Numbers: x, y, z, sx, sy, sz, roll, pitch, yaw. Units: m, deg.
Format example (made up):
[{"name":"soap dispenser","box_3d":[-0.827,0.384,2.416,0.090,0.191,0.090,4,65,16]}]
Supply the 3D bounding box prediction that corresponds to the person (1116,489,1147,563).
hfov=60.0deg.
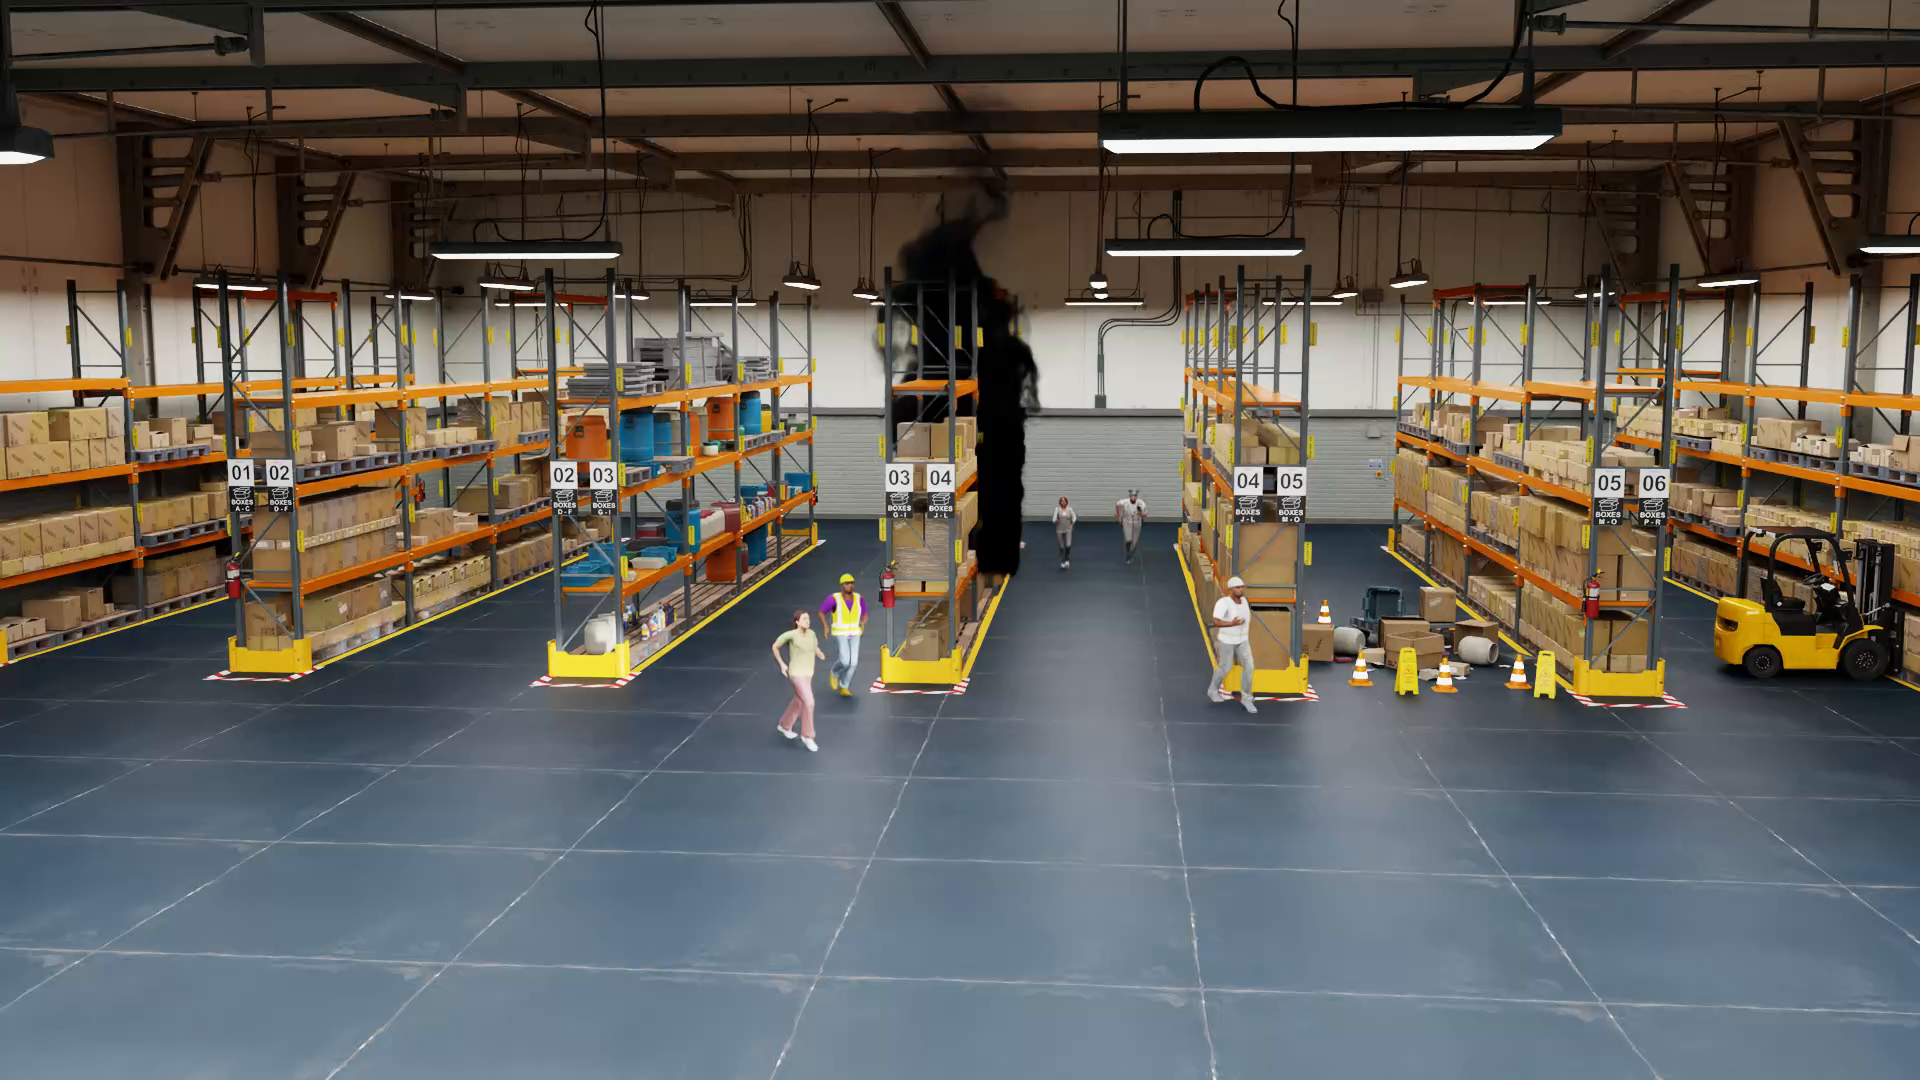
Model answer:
[{"name":"person","box_3d":[3.787,-0.299,36.677,0.646,1.693,0.849,0,7,-3]}]

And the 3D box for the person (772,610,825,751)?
[{"name":"person","box_3d":[-1.981,1.695,20.500,0.775,1.716,0.545,5,9,37]}]

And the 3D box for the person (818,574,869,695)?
[{"name":"person","box_3d":[-1.579,1.331,23.260,0.696,1.718,0.556,-3,8,-24]}]

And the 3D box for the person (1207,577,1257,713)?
[{"name":"person","box_3d":[3.679,1.403,22.469,0.683,1.827,0.794,-4,8,-29]}]

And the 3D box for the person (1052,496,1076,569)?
[{"name":"person","box_3d":[2.256,-0.111,35.994,0.519,1.491,0.615,0,7,3]}]
